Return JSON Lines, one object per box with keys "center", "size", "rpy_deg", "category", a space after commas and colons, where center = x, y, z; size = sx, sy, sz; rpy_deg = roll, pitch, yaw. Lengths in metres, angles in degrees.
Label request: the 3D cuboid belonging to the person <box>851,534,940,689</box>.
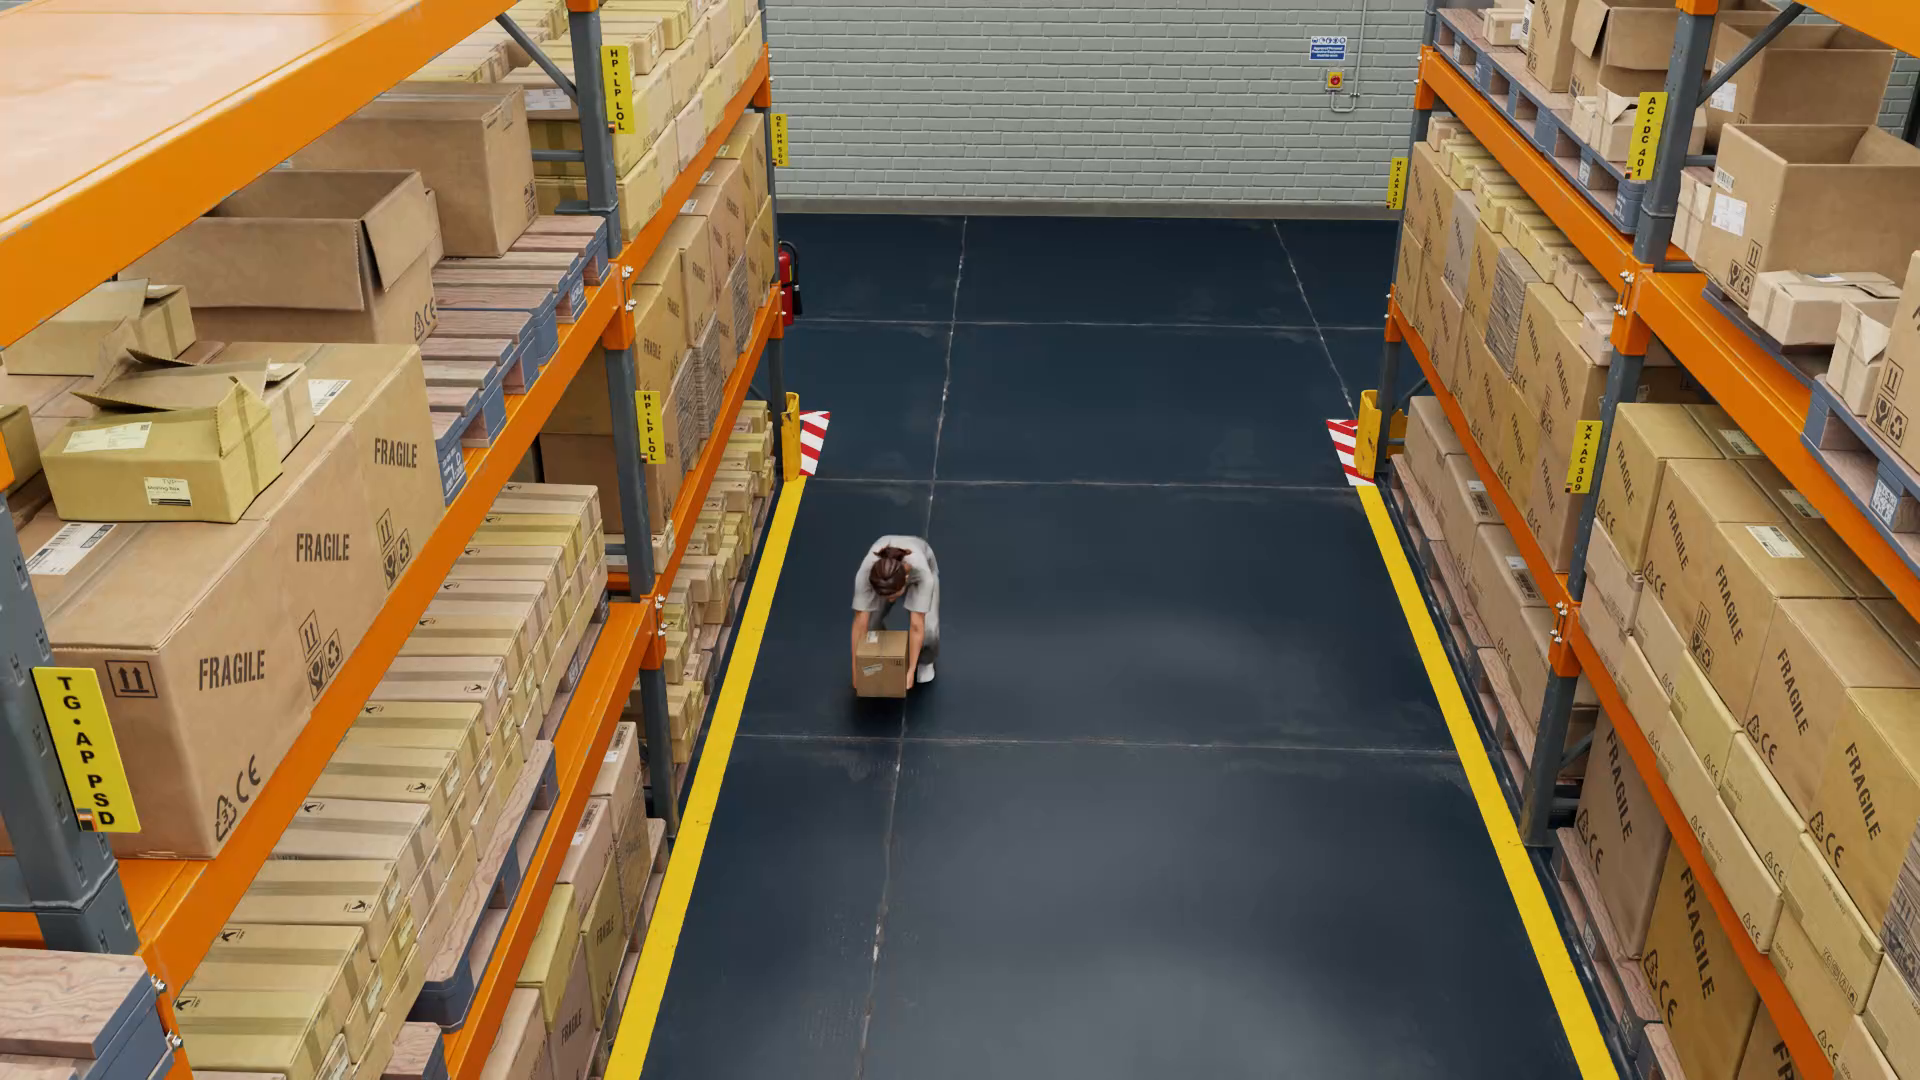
{"center": [-0.331, 0.362, 8.736], "size": [0.467, 0.935, 0.851], "rpy_deg": [5, 28, 8], "category": "person"}
